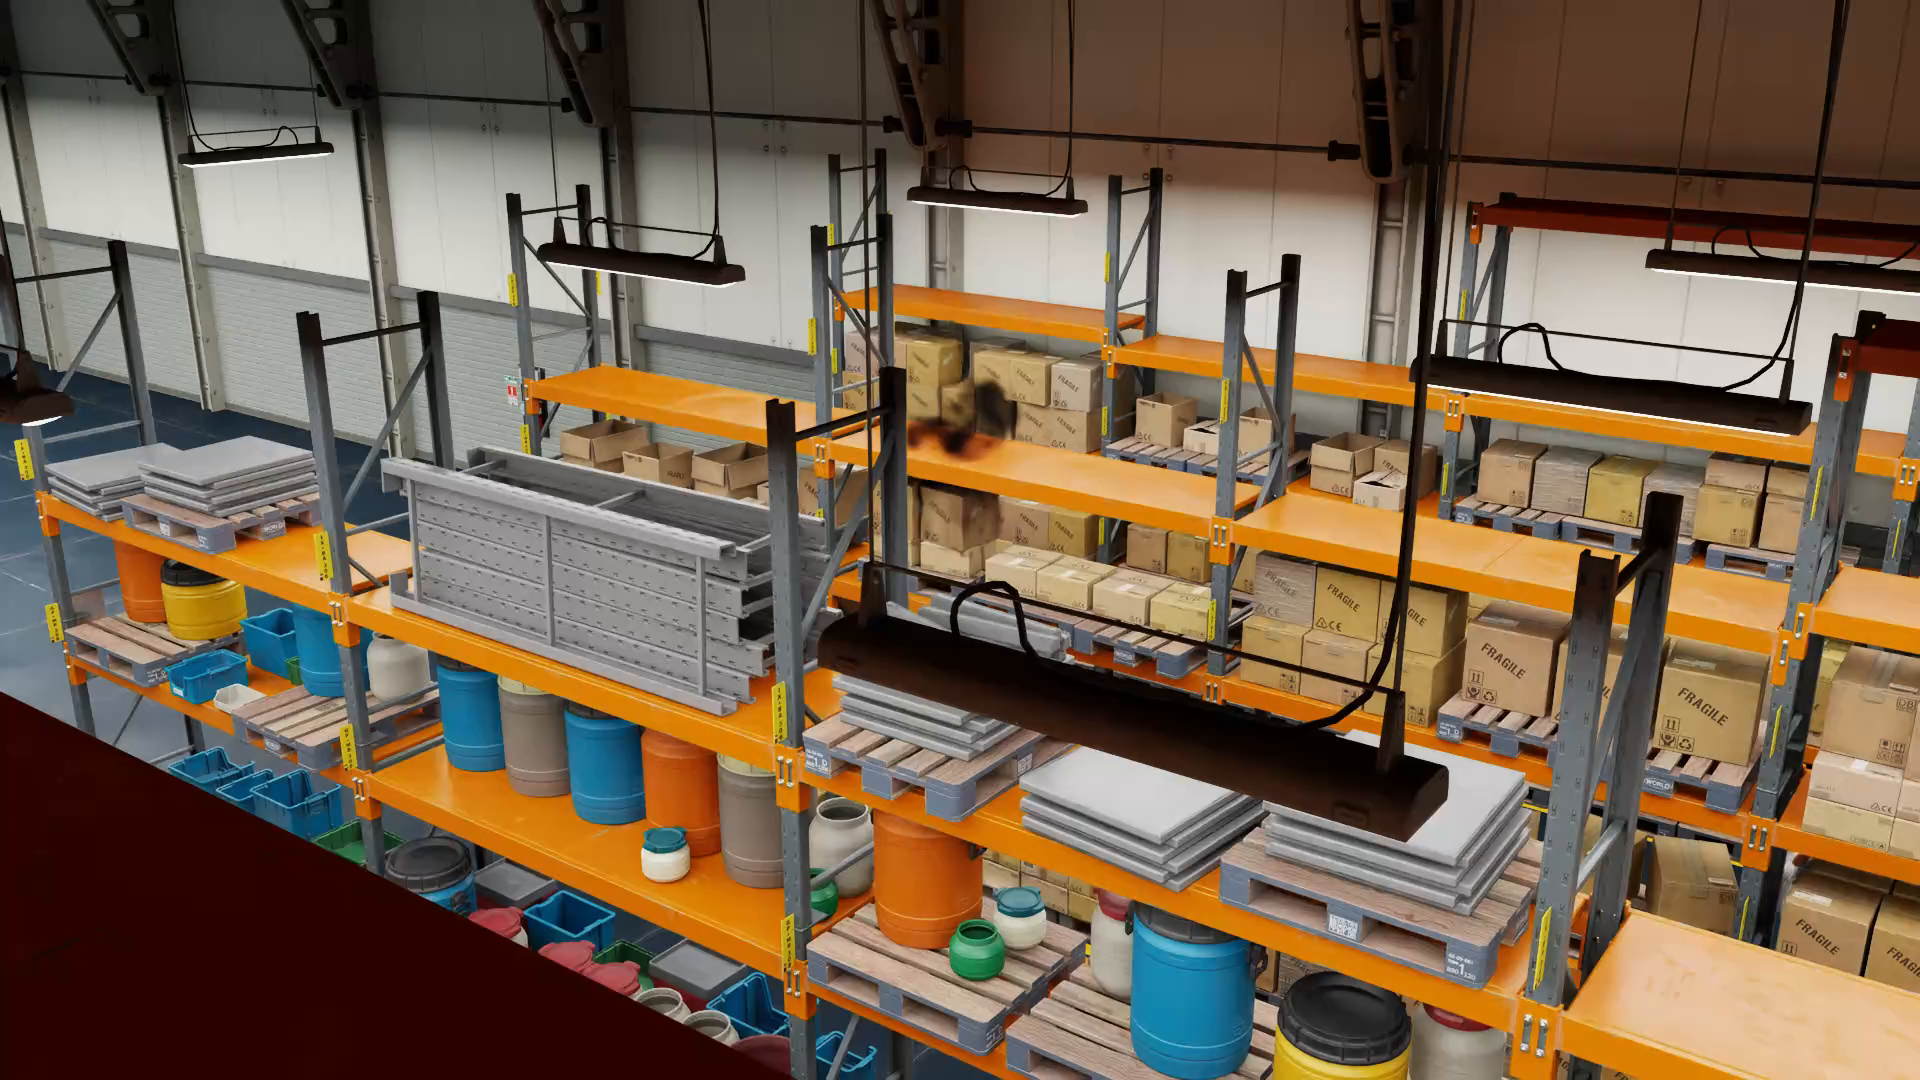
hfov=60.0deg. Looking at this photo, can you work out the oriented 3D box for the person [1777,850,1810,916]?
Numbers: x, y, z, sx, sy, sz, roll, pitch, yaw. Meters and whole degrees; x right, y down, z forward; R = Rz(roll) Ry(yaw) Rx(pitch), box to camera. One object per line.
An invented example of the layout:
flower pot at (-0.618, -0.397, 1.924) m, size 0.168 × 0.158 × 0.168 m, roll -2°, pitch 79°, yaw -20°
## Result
person at (6.893, 2.785, 13.993) m, size 0.855 × 1.833 × 0.608 m, roll 11°, pitch 21°, yaw 30°
